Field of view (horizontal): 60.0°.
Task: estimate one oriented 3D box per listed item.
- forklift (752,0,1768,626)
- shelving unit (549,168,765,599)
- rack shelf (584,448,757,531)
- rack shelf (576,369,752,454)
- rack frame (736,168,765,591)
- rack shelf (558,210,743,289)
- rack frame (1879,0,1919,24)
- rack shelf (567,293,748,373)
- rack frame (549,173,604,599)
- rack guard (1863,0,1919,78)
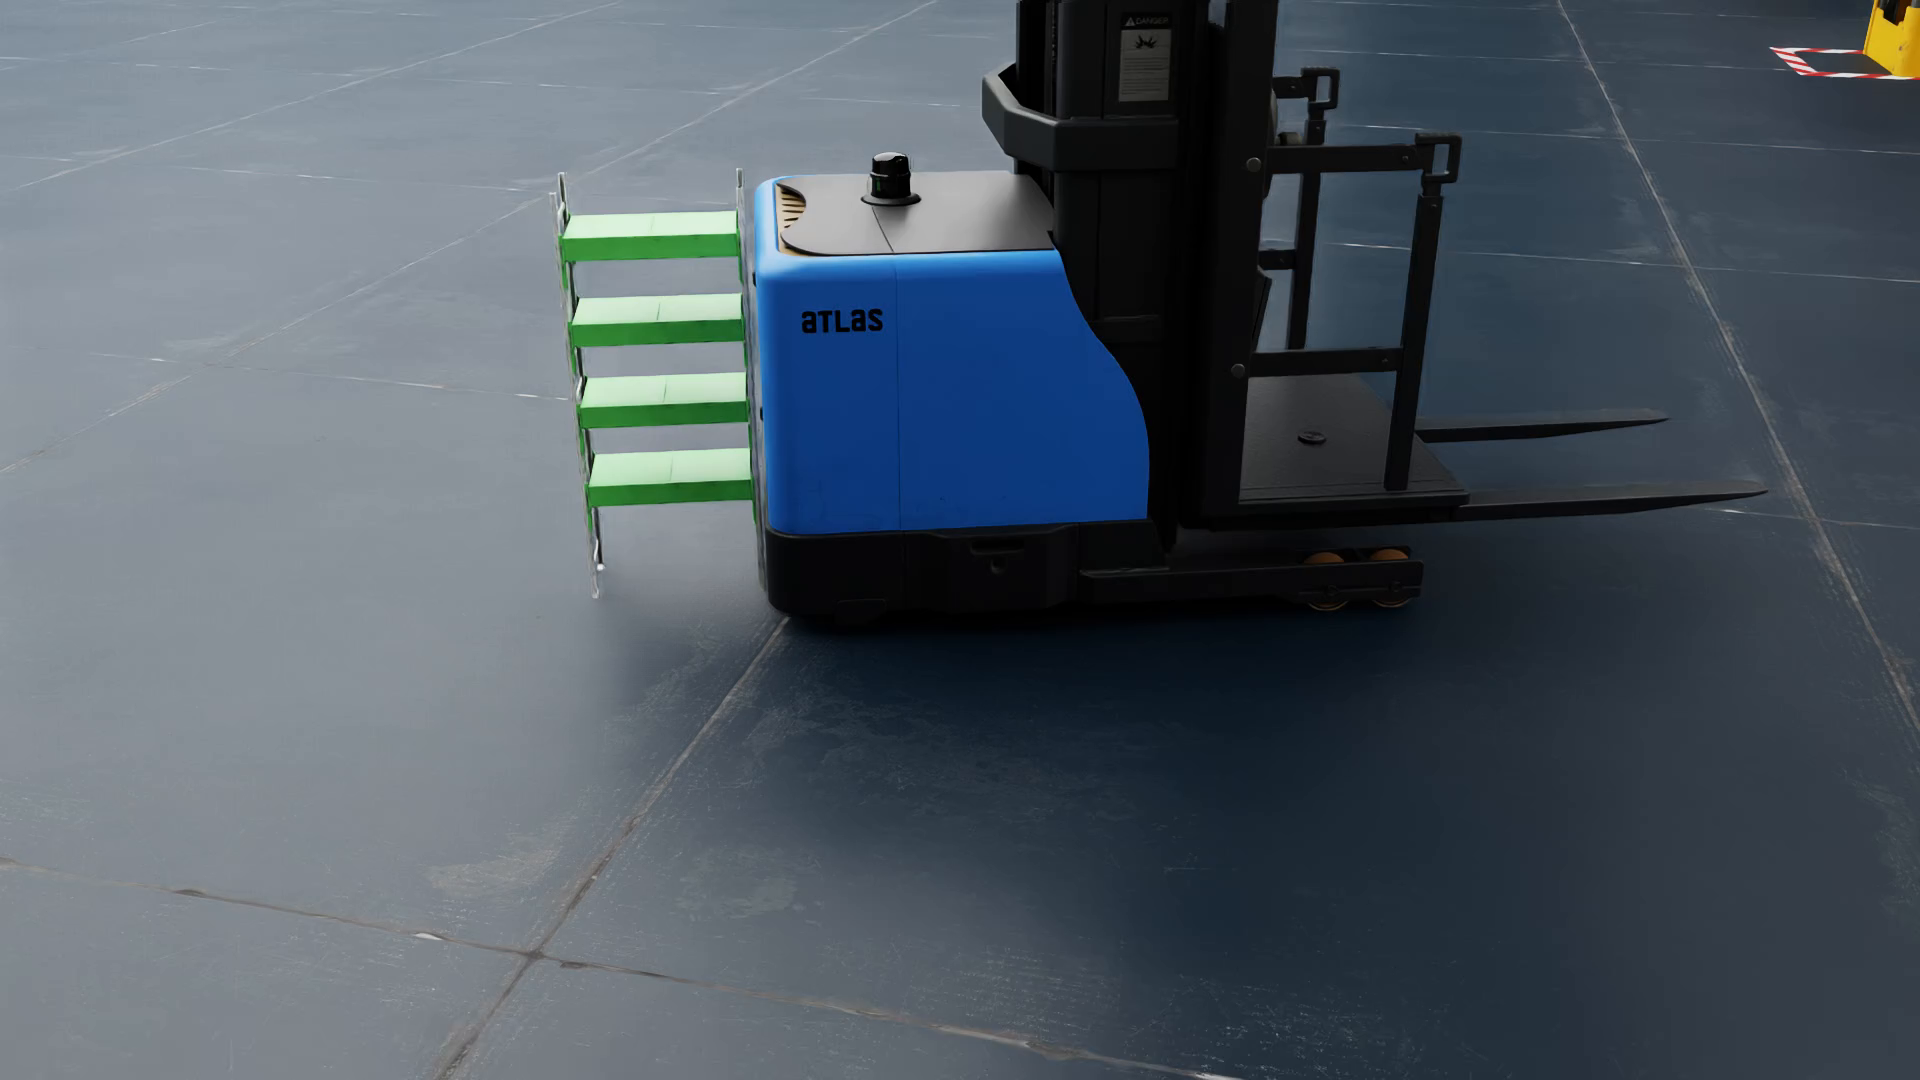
[{"bbox_3d":[0.915,-1.341,4.656,3.031,2.935,1.130,-3,26,-6],"label":"forklift"},{"bbox_3d":[-0.843,-0.431,4.759,0.503,1.200,0.258,-3,26,-6],"label":"shelving unit"},{"bbox_3d":[-0.843,-0.156,4.890,0.480,0.148,0.258,-3,26,-6],"label":"rack shelf"},{"bbox_3d":[-0.843,-0.373,4.786,0.480,0.148,0.258,-3,26,-6],"label":"rack shelf"},{"bbox_3d":[-0.600,-0.443,4.784,0.015,1.200,0.240,-3,26,-6],"label":"rack frame"},{"bbox_3d":[-0.843,-0.806,4.580,0.480,0.148,0.258,-3,26,-6],"label":"rack shelf"},{"bbox_3d":[7.359,-5.114,12.501,0.127,3.000,1.000,6,26,13],"label":"rack frame"},{"bbox_3d":[-0.843,-0.590,4.683,0.480,0.148,0.258,-3,26,-6],"label":"rack shelf"},{"bbox_3d":[-1.085,-0.419,4.734,0.015,1.200,0.240,-3,26,-6],"label":"rack frame"},{"bbox_3d":[7.433,-3.977,13.022,0.348,0.500,1.175,6,26,13],"label":"rack guard"}]
